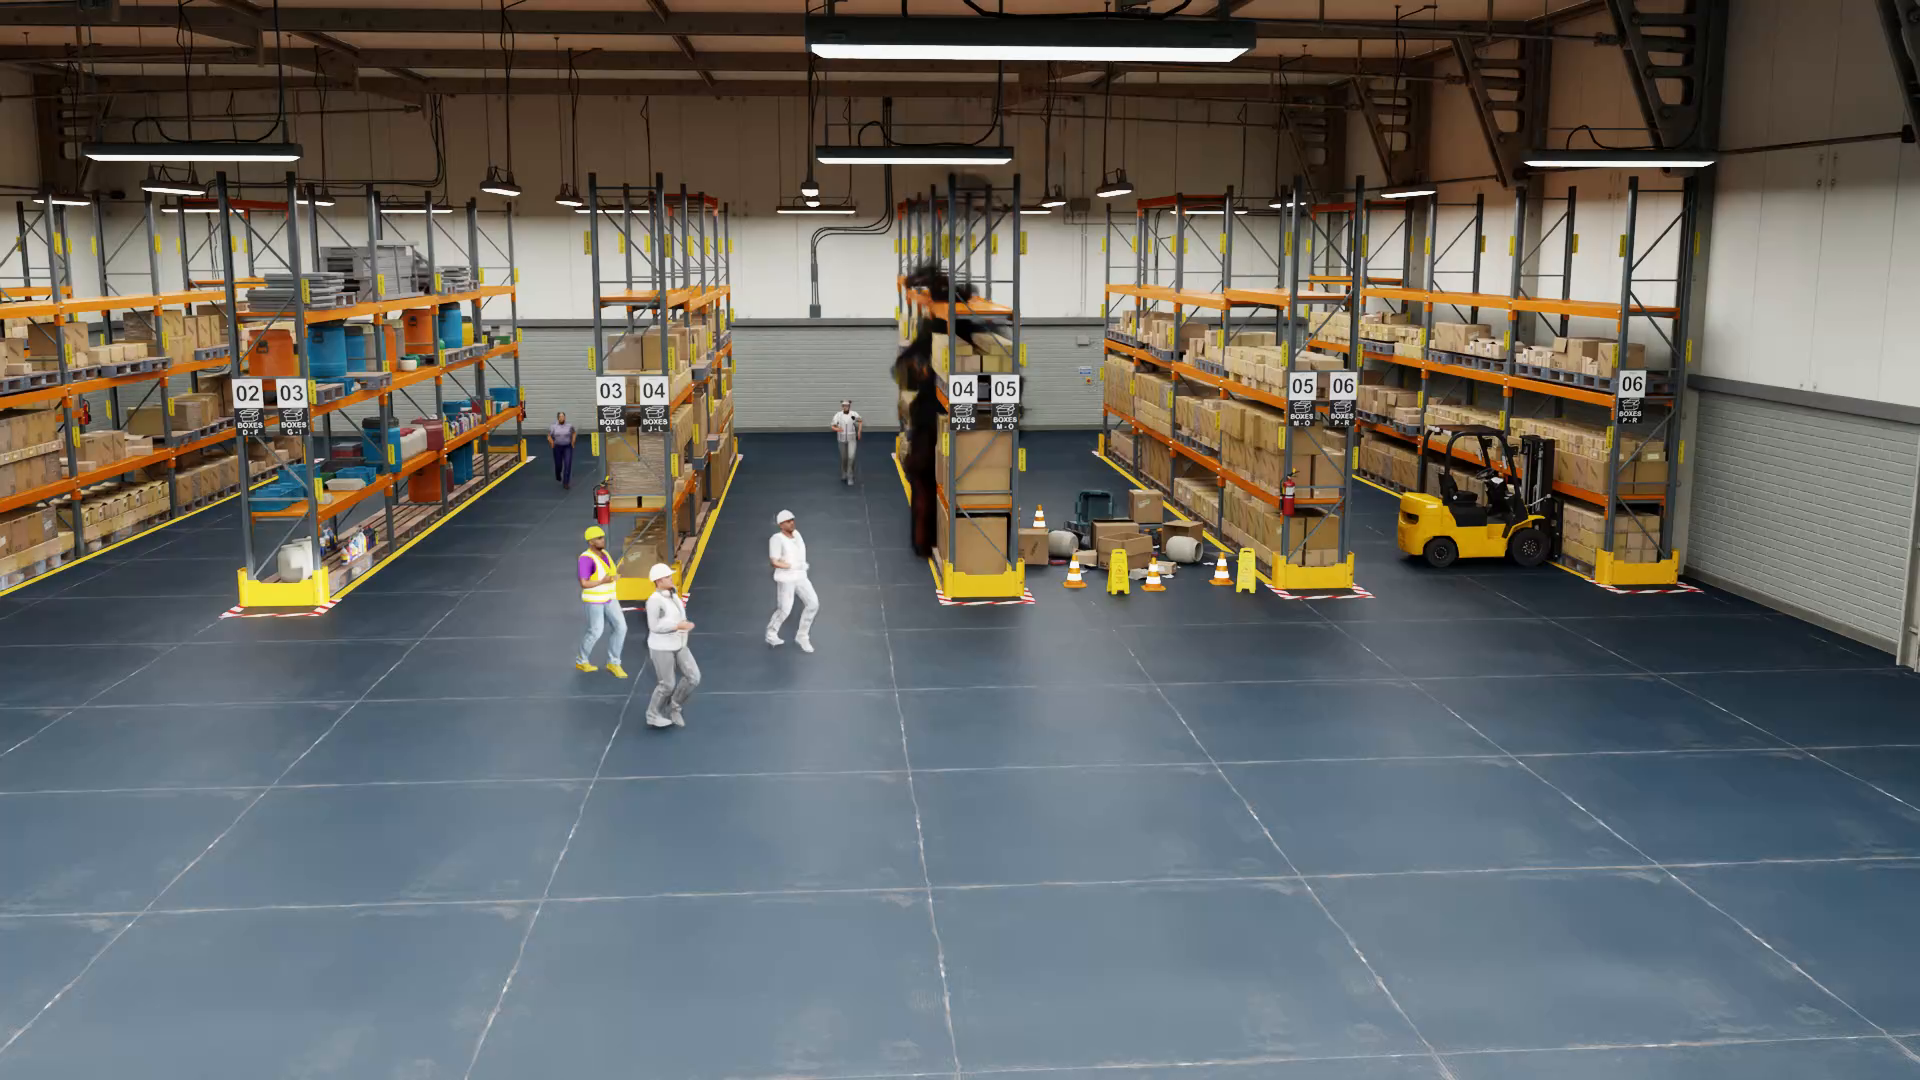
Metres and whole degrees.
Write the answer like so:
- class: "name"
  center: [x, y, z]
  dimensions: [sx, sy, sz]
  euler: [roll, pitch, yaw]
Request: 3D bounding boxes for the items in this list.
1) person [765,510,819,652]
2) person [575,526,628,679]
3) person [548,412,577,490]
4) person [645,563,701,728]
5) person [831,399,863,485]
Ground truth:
- class: "person"
  center: [-2.108, 0.518, 20.779]
  dimensions: [0.750, 1.810, 0.687]
  euler: [7, 12, 36]
- class: "person"
  center: [-4.199, 0.743, 19.429]
  dimensions: [0.717, 1.825, 0.674]
  euler: [5, 11, 26]
- class: "person"
  center: [-8.323, -1.894, 34.838]
  dimensions: [0.597, 1.615, 0.754]
  euler: [-3, 10, -17]
- class: "person"
  center: [-2.990, 1.122, 17.319]
  dimensions: [0.658, 1.779, 0.641]
  euler: [4, 11, 21]
- class: "person"
  center: [-2.425, -2.101, 35.569]
  dimensions: [0.662, 1.831, 0.863]
  euler: [0, 10, 1]
